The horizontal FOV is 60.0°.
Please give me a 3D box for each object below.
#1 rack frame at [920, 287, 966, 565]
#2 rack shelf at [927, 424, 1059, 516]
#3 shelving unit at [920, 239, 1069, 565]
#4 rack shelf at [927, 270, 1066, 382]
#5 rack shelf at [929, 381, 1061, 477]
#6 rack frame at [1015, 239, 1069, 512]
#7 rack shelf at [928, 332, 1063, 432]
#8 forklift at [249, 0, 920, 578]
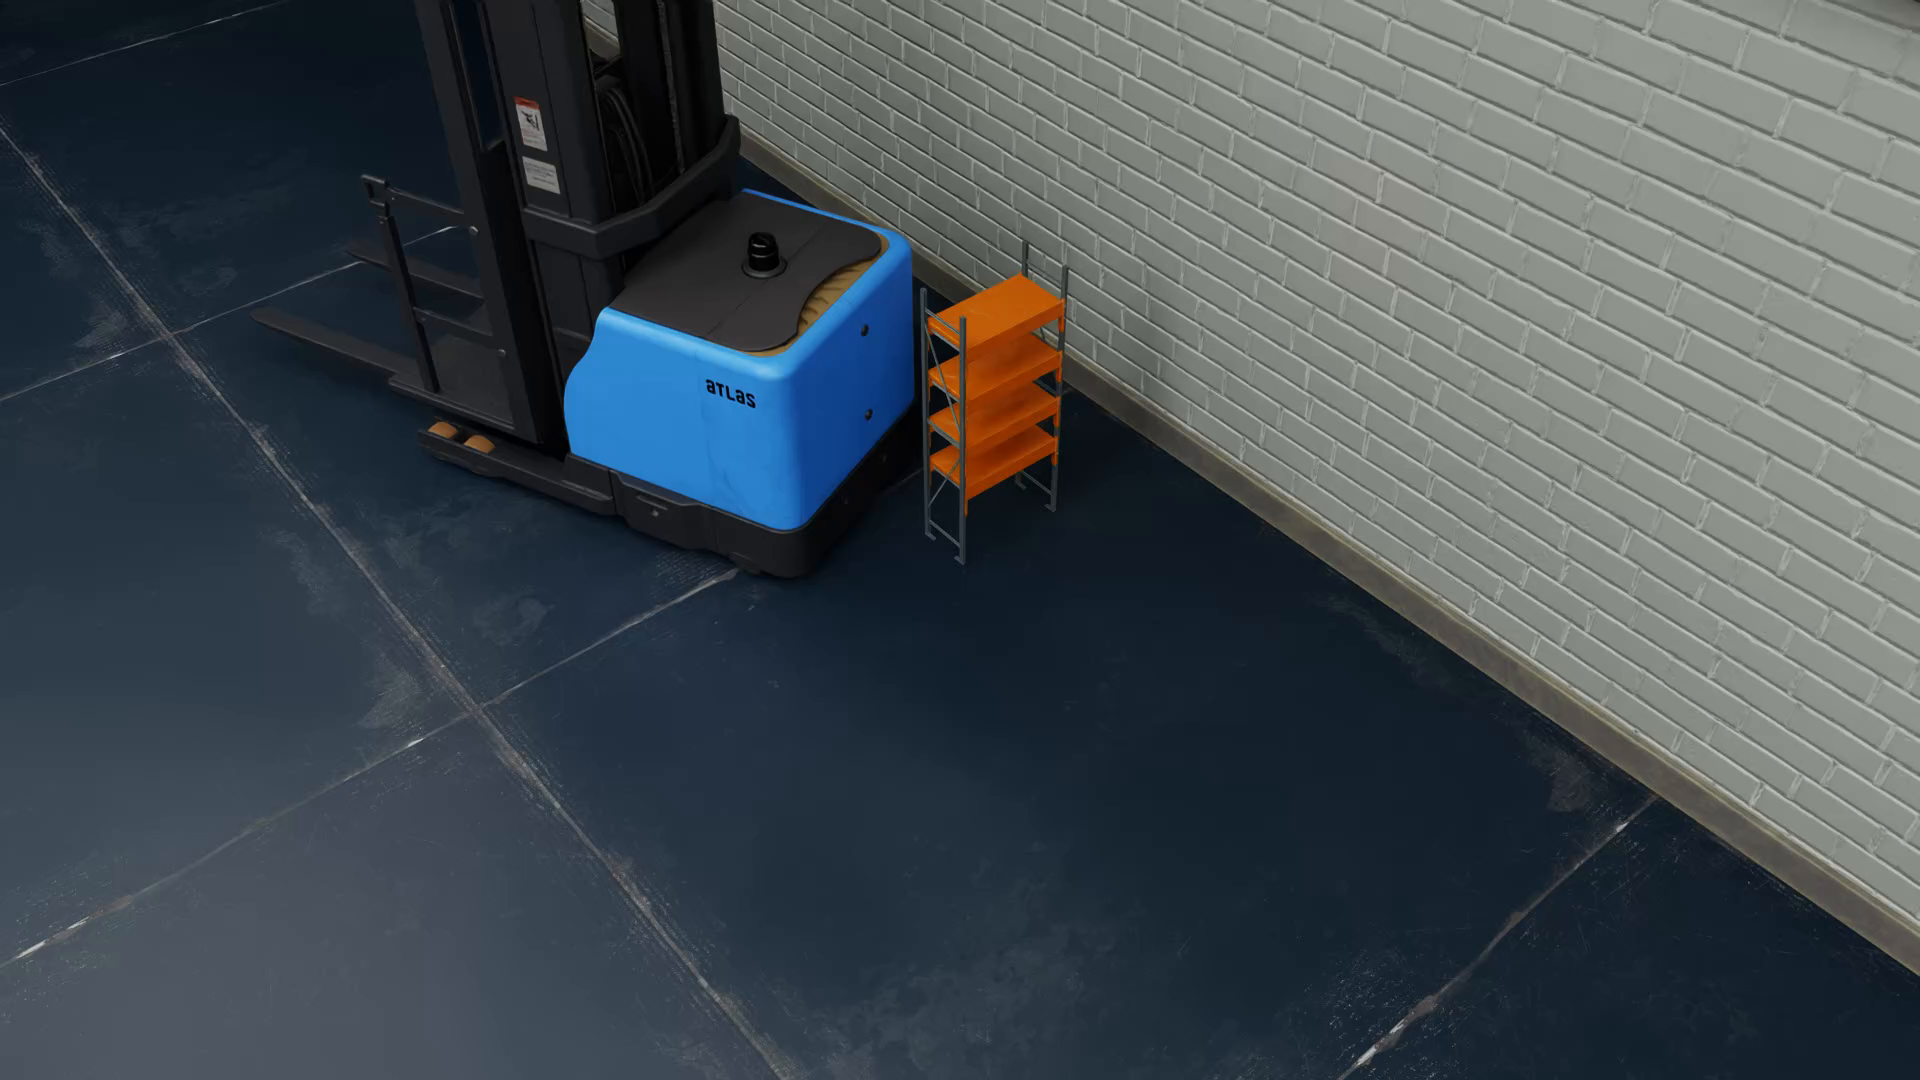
[{"bbox_3d":[-0.060,-0.403,6.303,0.015,1.200,0.240,-30,51,-28],"label":"rack frame"},{"bbox_3d":[0.127,-0.316,6.599,0.480,0.148,0.258,-30,51,-28],"label":"rack shelf"},{"bbox_3d":[0.127,-0.510,6.417,0.503,1.200,0.258,-30,51,-28],"label":"shelving unit"},{"bbox_3d":[0.127,-0.796,6.148,0.480,0.148,0.258,-30,51,-28],"label":"rack shelf"},{"bbox_3d":[0.127,-0.461,6.463,0.480,0.148,0.258,-30,51,-28],"label":"rack shelf"},{"bbox_3d":[0.314,-0.617,6.531,0.015,1.200,0.240,-30,51,-28],"label":"rack frame"},{"bbox_3d":[0.127,-0.624,6.310,0.480,0.148,0.258,-30,51,-28],"label":"rack shelf"},{"bbox_3d":[-1.720,-1.644,6.359,3.031,2.935,1.130,20,47,20],"label":"forklift"}]
